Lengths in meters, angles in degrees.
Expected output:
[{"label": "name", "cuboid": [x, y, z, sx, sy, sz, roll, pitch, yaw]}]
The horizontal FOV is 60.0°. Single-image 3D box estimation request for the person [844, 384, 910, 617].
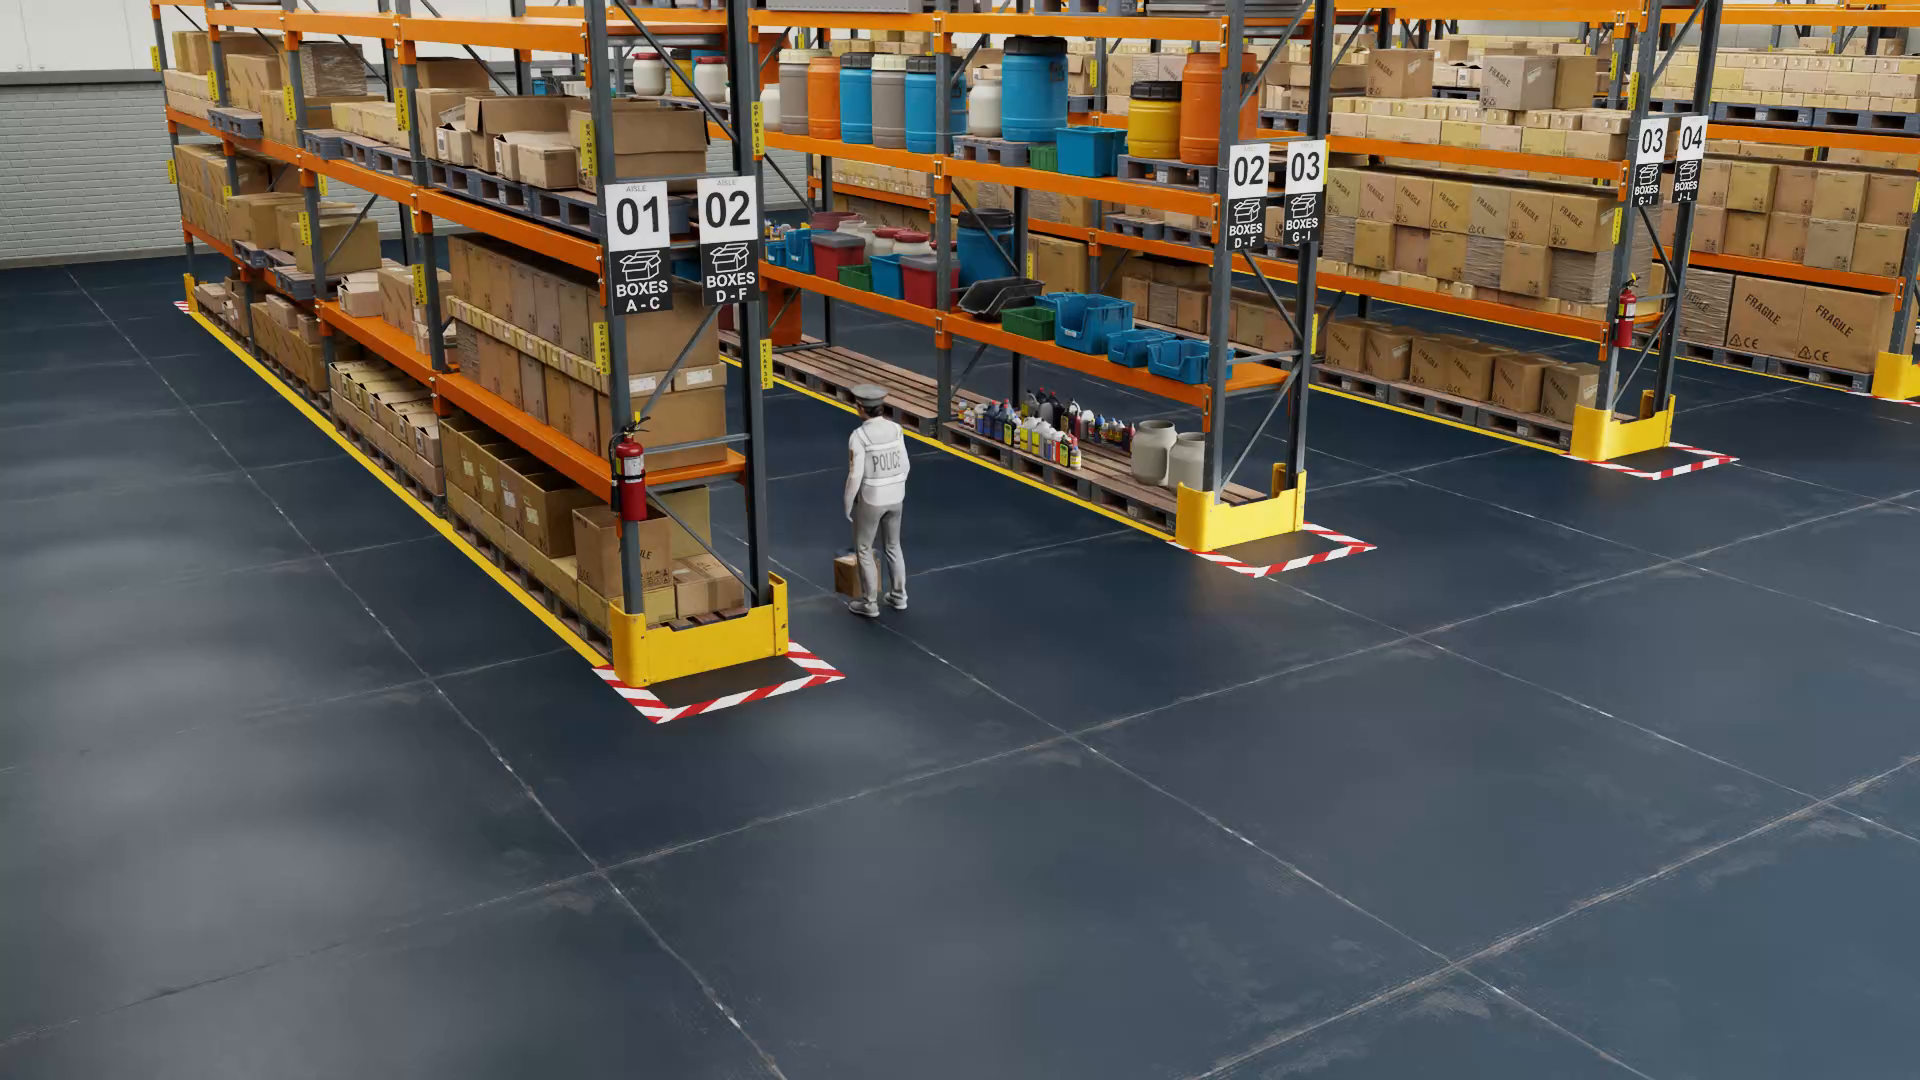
[{"label": "person", "cuboid": [-0.594, -0.272, 11.874, 0.513, 1.665, 0.360, -13, 22, -35]}]
